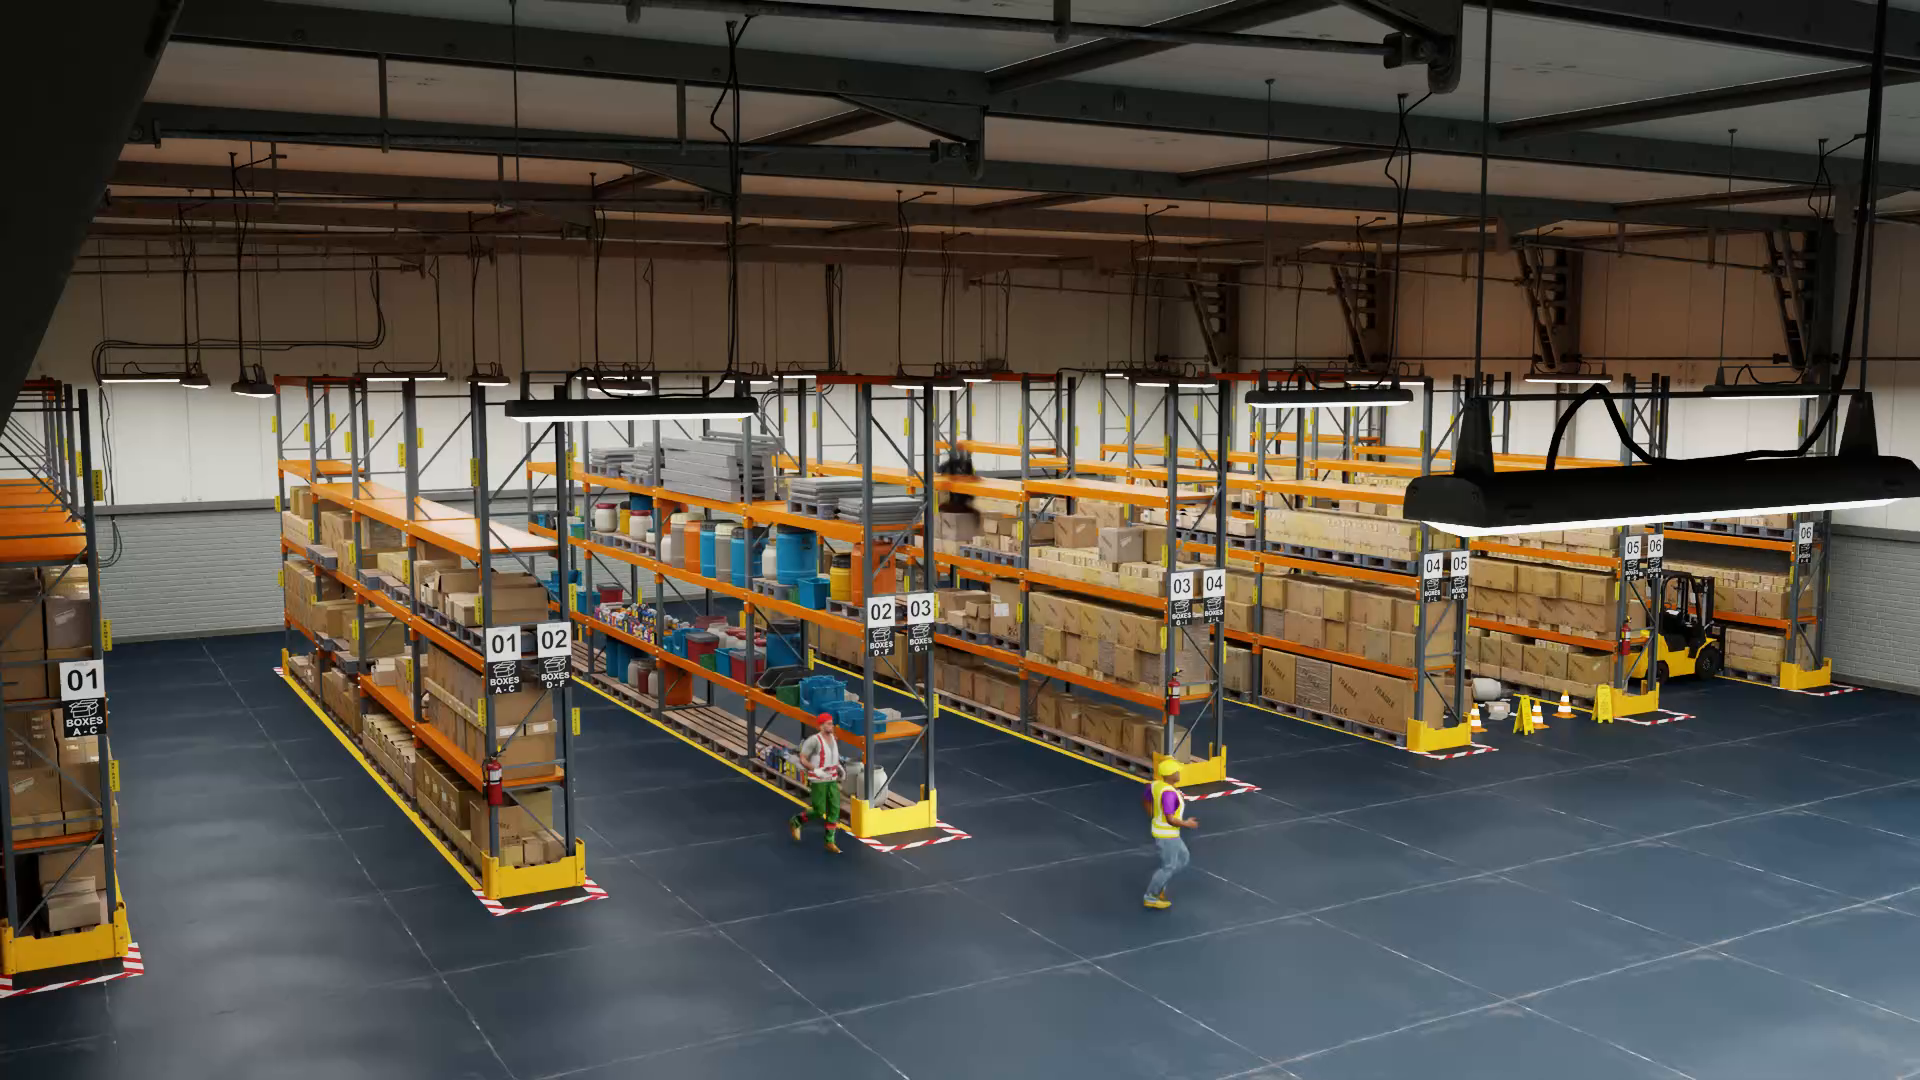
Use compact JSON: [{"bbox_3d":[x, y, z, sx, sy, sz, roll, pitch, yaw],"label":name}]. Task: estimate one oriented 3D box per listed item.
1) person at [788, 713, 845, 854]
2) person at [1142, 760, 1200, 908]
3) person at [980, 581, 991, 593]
[{"bbox_3d":[-1.783,3.109,21.533,0.812,1.777,0.706,5,8,38],"label":"person"},{"bbox_3d":[2.419,3.375,19.091,0.624,1.737,0.696,0,6,-2],"label":"person"},{"bbox_3d":[0.727,0.903,41.993,0.769,1.691,0.714,3,7,24],"label":"person"}]
